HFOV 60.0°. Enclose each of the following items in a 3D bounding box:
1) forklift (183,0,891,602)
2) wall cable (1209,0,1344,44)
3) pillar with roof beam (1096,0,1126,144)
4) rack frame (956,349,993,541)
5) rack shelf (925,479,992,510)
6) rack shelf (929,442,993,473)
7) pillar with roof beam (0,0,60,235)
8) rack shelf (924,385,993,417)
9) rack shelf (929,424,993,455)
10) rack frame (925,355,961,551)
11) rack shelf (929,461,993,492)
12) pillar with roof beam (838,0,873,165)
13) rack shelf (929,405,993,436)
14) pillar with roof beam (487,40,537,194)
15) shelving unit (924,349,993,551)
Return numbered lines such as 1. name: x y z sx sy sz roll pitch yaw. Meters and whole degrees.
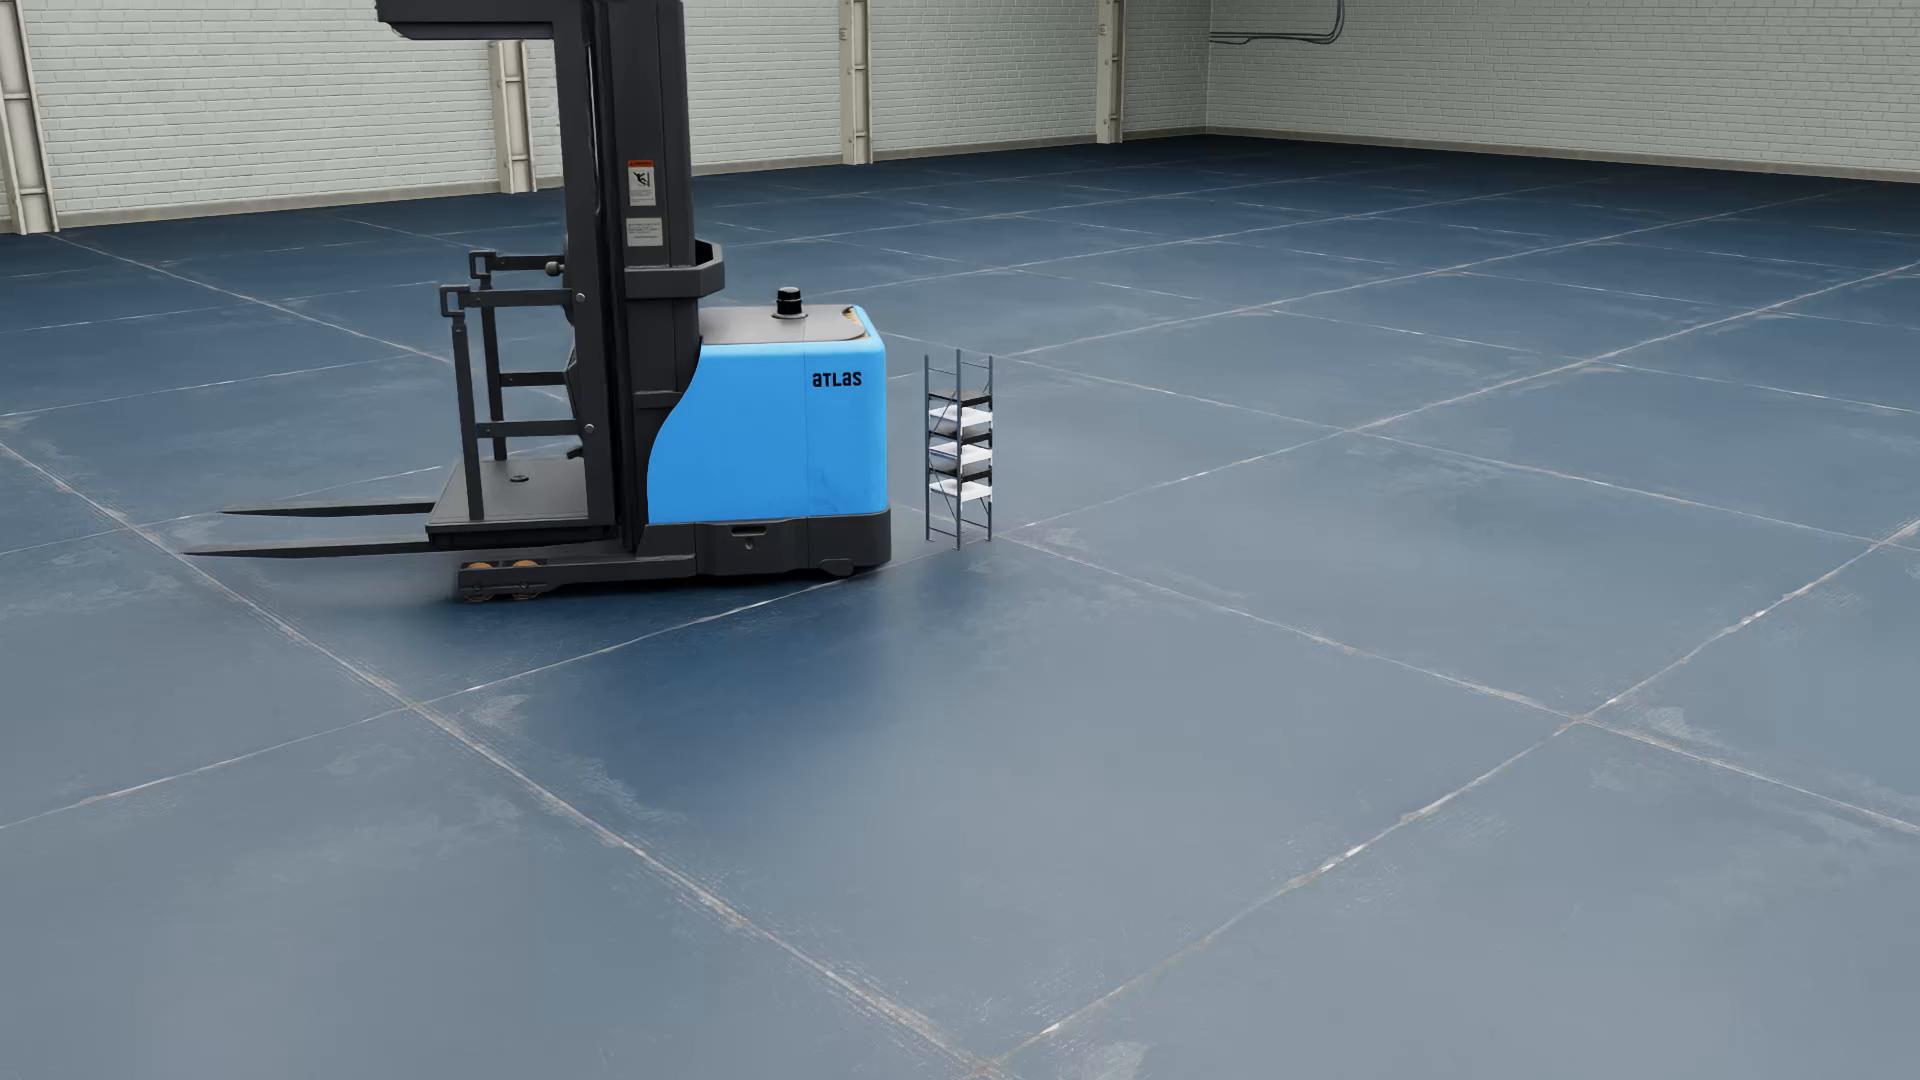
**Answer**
1. forklift: -1.874 -1.302 7.249 3.031 2.935 1.130 -3 18 -9
2. wall cable: 5.774 -10.402 30.511 0.112 2.526 3.097 -16 24 -41
3. pillar with roof beam: 5.683 -10.586 26.046 0.400 9.000 9.100 -16 24 -41
4. rack frame: 0.068 -0.448 7.907 0.006 0.900 0.240 -16 24 -41
5. rack shelf: -0.006 -0.223 7.906 0.200 0.077 0.258 -16 24 -41
6. rack shelf: -0.006 -0.395 7.851 0.200 0.077 0.258 -16 24 -41
7. pillar with roof beam: -7.396 -6.772 14.282 0.400 9.000 9.100 -16 24 -41
8. rack shelf: -0.006 -0.651 7.768 0.200 0.077 0.258 -16 24 -41
9. rack shelf: -0.006 -0.480 7.823 0.200 0.077 0.258 -16 24 -41
10. rack frame: -0.080 -0.405 7.774 0.006 0.900 0.240 -16 24 -41
11. rack shelf: -0.006 -0.309 7.879 0.200 0.077 0.258 -16 24 -41
12. pillar with roof beam: 1.323 -9.315 22.124 0.400 9.000 9.100 -16 24 -41
13. rack shelf: -0.006 -0.566 7.795 0.200 0.077 0.258 -16 24 -41
14. pillar with roof beam: -3.037 -8.044 18.203 0.400 9.000 9.100 -16 24 -41
15. shelving unit: -0.006 -0.426 7.841 0.210 0.900 0.258 -16 24 -41
